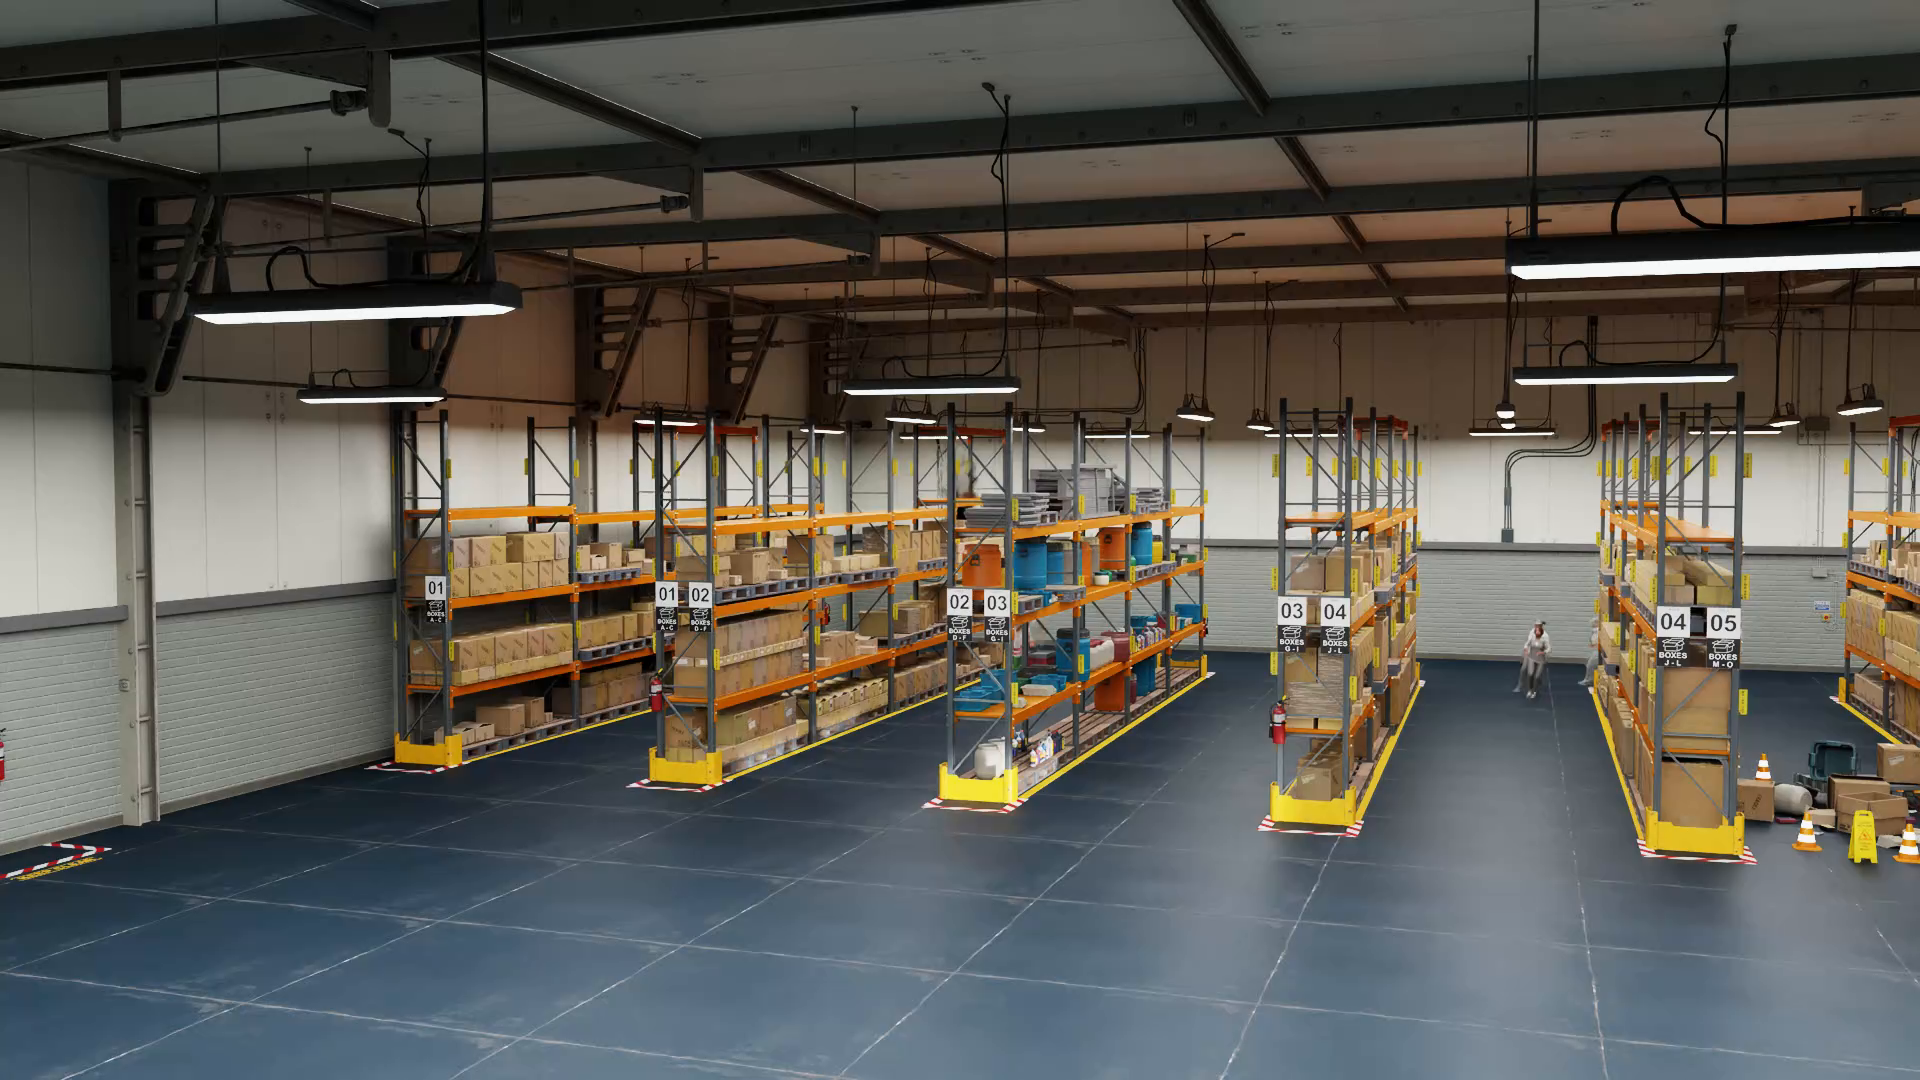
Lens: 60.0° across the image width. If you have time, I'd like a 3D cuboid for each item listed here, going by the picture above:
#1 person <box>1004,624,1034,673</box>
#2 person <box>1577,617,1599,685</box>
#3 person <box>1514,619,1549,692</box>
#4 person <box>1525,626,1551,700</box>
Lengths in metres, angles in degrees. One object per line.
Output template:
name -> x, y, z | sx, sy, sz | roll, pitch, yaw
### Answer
person -> 1.290, 2.557, 36.294 | 0.668, 1.767, 0.890 | 0, 2, 11
person -> 14.653, 2.556, 38.361 | 0.749, 1.607, 0.905 | 1, 3, 14
person -> 12.854, 2.570, 37.075 | 0.920, 1.641, 0.629 | -2, 3, -41
person -> 12.524, 2.709, 36.065 | 0.561, 1.511, 0.588 | 1, 3, 25
